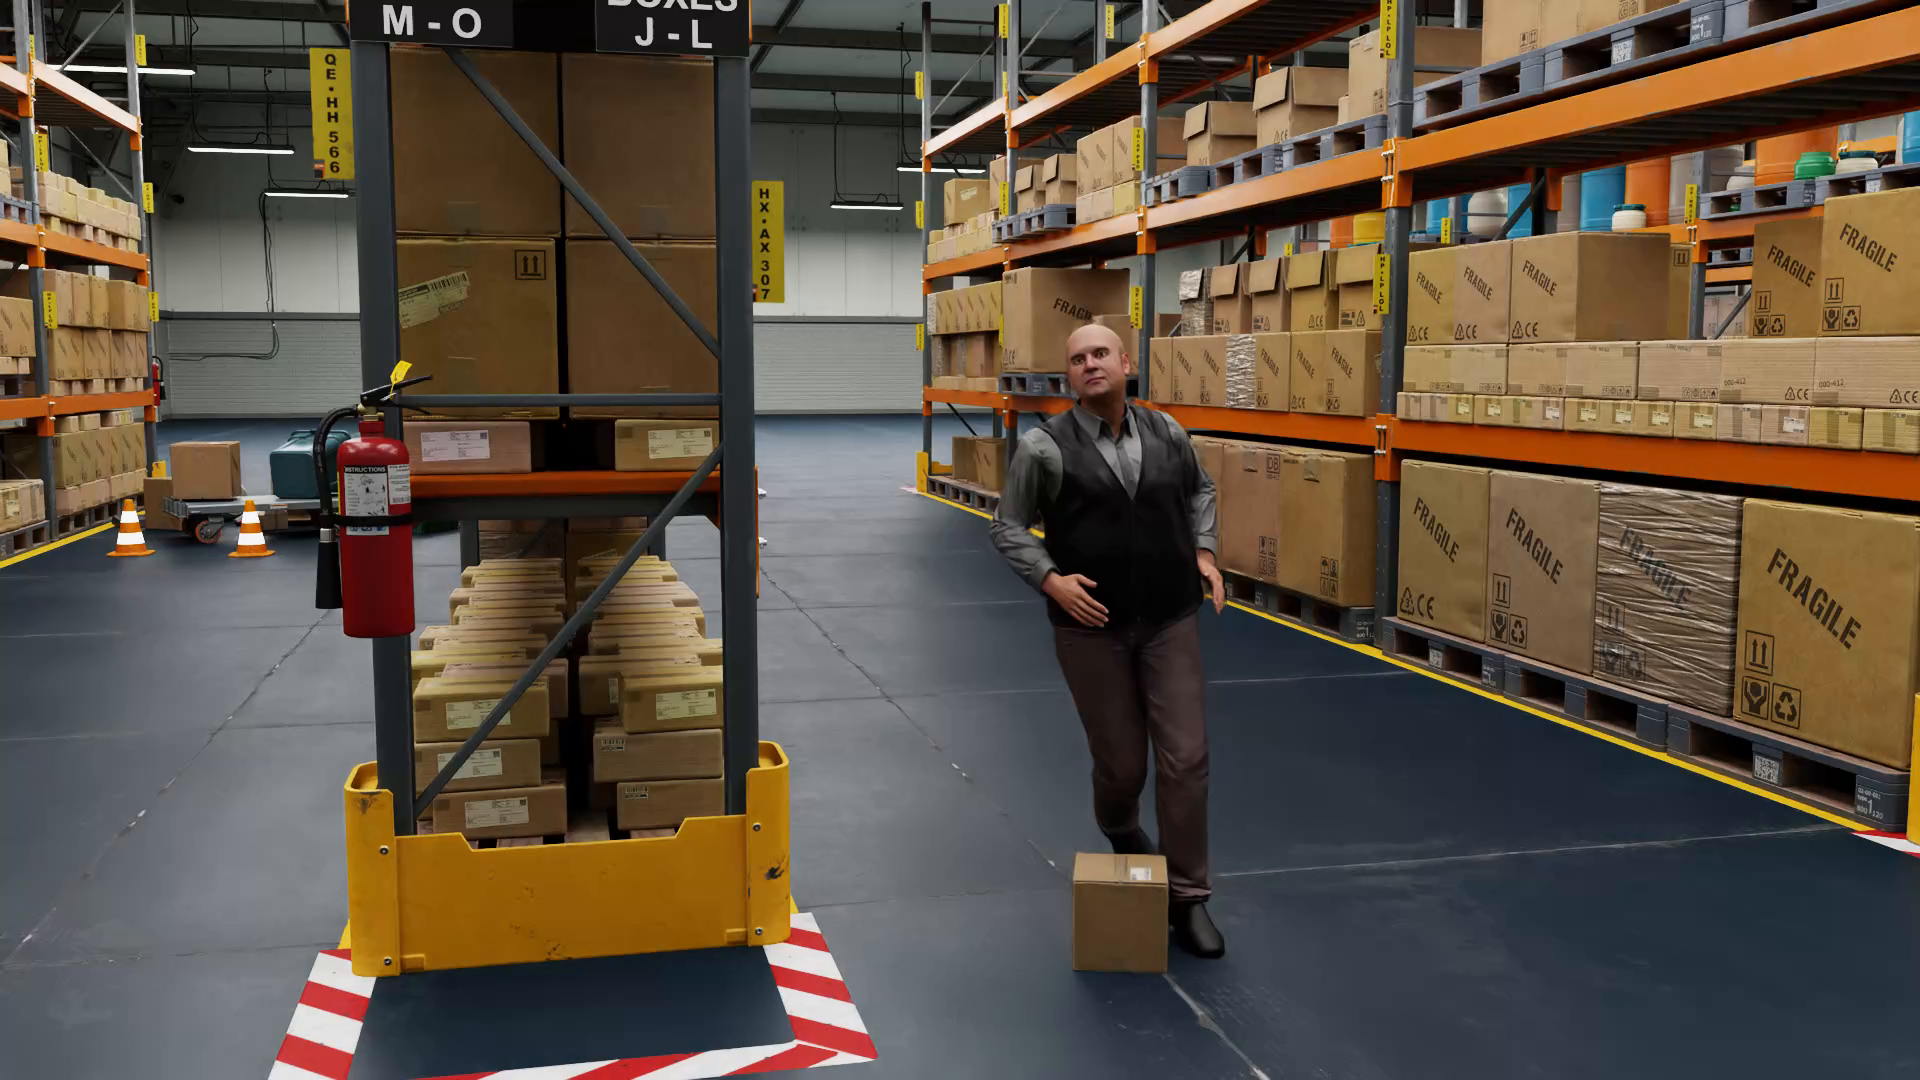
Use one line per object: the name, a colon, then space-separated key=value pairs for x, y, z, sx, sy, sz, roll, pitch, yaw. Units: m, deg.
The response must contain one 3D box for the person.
person: x=0.426 y=0.257 z=4.727 sx=0.695 sy=1.725 sz=0.704 roll=-1 pitch=6 yaw=-8
